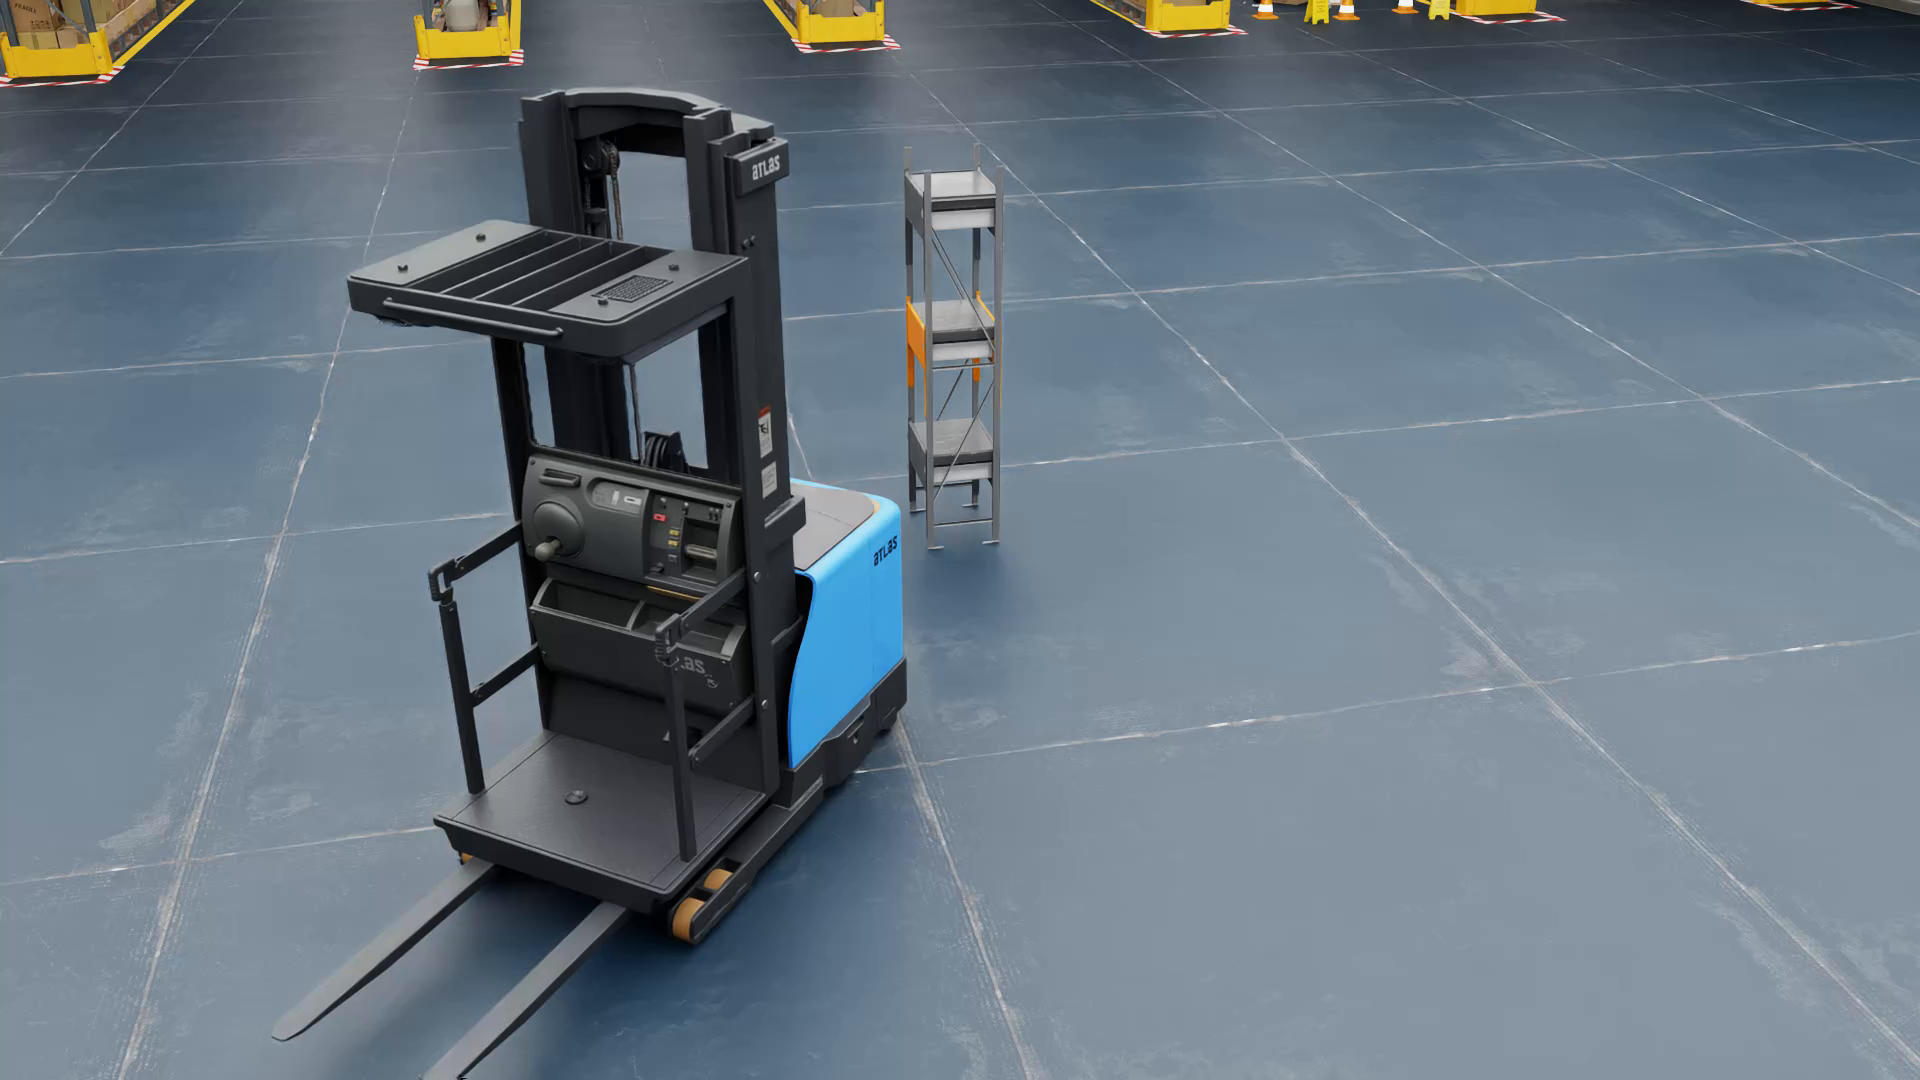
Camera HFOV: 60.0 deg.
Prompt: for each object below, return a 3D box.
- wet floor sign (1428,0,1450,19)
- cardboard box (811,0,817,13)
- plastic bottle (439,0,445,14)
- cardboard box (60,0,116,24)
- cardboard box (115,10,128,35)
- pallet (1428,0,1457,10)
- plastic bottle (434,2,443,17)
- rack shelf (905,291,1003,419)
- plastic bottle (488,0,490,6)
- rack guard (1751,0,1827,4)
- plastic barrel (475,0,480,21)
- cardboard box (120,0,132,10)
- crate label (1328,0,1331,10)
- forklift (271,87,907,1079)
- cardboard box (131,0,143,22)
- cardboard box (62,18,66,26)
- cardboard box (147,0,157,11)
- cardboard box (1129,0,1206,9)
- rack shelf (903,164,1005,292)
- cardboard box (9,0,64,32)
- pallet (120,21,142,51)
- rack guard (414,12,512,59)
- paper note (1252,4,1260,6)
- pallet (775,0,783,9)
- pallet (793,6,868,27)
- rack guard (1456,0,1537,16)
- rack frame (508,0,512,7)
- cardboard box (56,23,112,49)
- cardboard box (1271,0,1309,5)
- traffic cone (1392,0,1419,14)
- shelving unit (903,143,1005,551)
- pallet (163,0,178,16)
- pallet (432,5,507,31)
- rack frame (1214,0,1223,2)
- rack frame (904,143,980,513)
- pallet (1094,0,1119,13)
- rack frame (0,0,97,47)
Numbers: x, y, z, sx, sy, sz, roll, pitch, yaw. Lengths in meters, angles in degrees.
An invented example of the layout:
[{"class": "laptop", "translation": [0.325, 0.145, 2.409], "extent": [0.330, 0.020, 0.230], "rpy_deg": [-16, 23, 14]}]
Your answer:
[{"class": "wet floor sign", "translation": [7.036, -7.970, 24.324], "extent": [0.267, 0.644, 0.232], "rpy_deg": [3, 27, 6]}, {"class": "cardboard box", "translation": [-1.912, -7.813, 23.708], "extent": [0.500, 0.500, 0.500], "rpy_deg": [1, 27, 2]}, {"class": "plastic bottle", "translation": [-7.316, -7.559, 23.432], "extent": [0.152, 0.276, 0.135], "rpy_deg": [-6, 27, -11]}, {"class": "cardboard box", "translation": [-11.290, -6.974, 21.492], "extent": [0.500, 0.500, 0.500], "rpy_deg": [-6, 27, -12]}, {"class": "cardboard box", "translation": [-11.404, -6.859, 22.095], "extent": [0.500, 0.250, 0.500], "rpy_deg": [-6, 27, -12]}, {"class": "pallet", "translation": [7.870, -8.362, 25.582], "extent": [1.003, 0.211, 1.213], "rpy_deg": [-6, 27, -12]}, {"class": "plastic bottle", "translation": [-7.286, -7.412, 23.224], "extent": [0.097, 0.201, 0.097], "rpy_deg": [0, 27, 0]}, {"class": "rack shelf", "translation": [-0.037, -0.998, 8.927], "extent": [0.431, 0.518, 0.480], "rpy_deg": [-6, 27, -12]}, {"class": "plastic bottle", "translation": [-6.772, -7.889, 24.085], "extent": [0.152, 0.276, 0.135], "rpy_deg": [-5, 27, -11]}, {"class": "rack guard", "translation": [12.876, -8.592, 25.718], "extent": [1.175, 0.500, 0.348], "rpy_deg": [-6, 27, -12]}, {"class": "plastic barrel", "translation": [-6.781, -7.282, 22.642], "extent": [0.421, 0.512, 0.421], "rpy_deg": [0, 27, 0]}, {"class": "cardboard box", "translation": [-11.511, -7.414, 22.363], "extent": [0.500, 0.500, 0.500], "rpy_deg": [-6, 27, -12]}, {"class": "crate label", "translation": [5.440, -8.069, 25.086], "extent": [0.250, 0.136, 0.298], "rpy_deg": [-23, 35, -38]}, {"class": "forklift", "translation": [-1.332, -0.020, 6.036], "extent": [1.130, 2.935, 3.031], "rpy_deg": [12, 29, 23]}, {"class": "cardboard box", "translation": [-11.626, -7.298, 22.966], "extent": [0.500, 0.250, 0.500], "rpy_deg": [-6, 27, -12]}, {"class": "cardboard box", "translation": [-11.805, -6.586, 21.555], "extent": [0.500, 0.250, 0.500], "rpy_deg": [-6, 27, -12]}, {"class": "cardboard box", "translation": [-11.856, -7.737, 23.835], "extent": [0.500, 0.250, 0.500], "rpy_deg": [-6, 27, -12]}, {"class": "cardboard box", "translation": [3.019, -8.196, 24.051], "extent": [0.875, 0.875, 0.875], "rpy_deg": [-6, 27, -11]}, {"class": "rack shelf", "translation": [-0.037, -1.623, 8.612], "extent": [0.431, 0.518, 0.480], "rpy_deg": [-6, 27, -12]}, {"class": "cardboard box", "translation": [-11.682, -6.702, 20.953], "extent": [0.500, 0.500, 0.500], "rpy_deg": [-6, 27, -12]}, {"class": "pallet", "translation": [-11.756, -6.823, 22.534], "extent": [1.003, 0.211, 1.213], "rpy_deg": [-6, 27, -12]}, {"class": "rack guard", "translation": [-6.508, -6.616, 21.803], "extent": [1.175, 0.500, 0.348], "rpy_deg": [-6, 27, -12]}, {"class": "paper note", "translation": [4.546, -8.182, 25.429], "extent": [0.144, 0.017, 0.142], "rpy_deg": [3, 27, 6]}, {"class": "pallet", "translation": [-2.335, -8.426, 25.710], "extent": [1.003, 0.211, 1.213], "rpy_deg": [-6, 27, -12]}, {"class": "pallet", "translation": [-1.785, -7.355, 23.588], "extent": [1.003, 0.211, 1.213], "rpy_deg": [-6, 27, -12]}, {"class": "rack guard", "translation": [8.019, -8.130, 24.803], "extent": [1.175, 0.500, 0.348], "rpy_deg": [-6, 27, -12]}, {"class": "rack frame", "translation": [-7.346, -9.460, 24.663], "extent": [1.000, 3.000, 0.127], "rpy_deg": [-6, 27, -12]}, {"class": "cardboard box", "translation": [-11.176, -6.420, 21.226], "extent": [0.500, 0.250, 0.500], "rpy_deg": [-6, 27, -12]}, {"class": "cardboard box", "translation": [5.173, -8.612, 25.755], "extent": [0.637, 0.503, 0.797], "rpy_deg": [19, 32, 32]}, {"class": "traffic cone", "translation": [6.682, -8.138, 24.860], "extent": [0.336, 0.463, 0.334], "rpy_deg": [-6, 27, -12]}, {"class": "shelving unit", "translation": [-0.037, -1.010, 8.921], "extent": [0.431, 2.100, 0.503], "rpy_deg": [-6, 27, -12]}, {"class": "pallet", "translation": [-12.377, -8.033, 24.931], "extent": [1.003, 0.211, 1.213], "rpy_deg": [-6, 27, -12]}, {"class": "pallet", "translation": [-6.957, -7.379, 23.635], "extent": [1.003, 0.211, 1.213], "rpy_deg": [-6, 27, -12]}, {"class": "rack frame", "translation": [3.236, -8.666, 23.090], "extent": [1.000, 3.000, 0.127], "rpy_deg": [-6, 27, -12]}, {"class": "rack frame", "translation": [-0.092, -1.117, 9.133], "extent": [0.400, 2.100, 0.015], "rpy_deg": [-6, 27, -12]}, {"class": "pallet", "translation": [2.708, -8.298, 25.457], "extent": [1.003, 0.211, 1.213], "rpy_deg": [-6, 27, -12]}, {"class": "rack frame", "translation": [-11.272, -7.202, 20.190], "extent": [1.000, 3.000, 0.127], "rpy_deg": [-6, 27, -12]}]
